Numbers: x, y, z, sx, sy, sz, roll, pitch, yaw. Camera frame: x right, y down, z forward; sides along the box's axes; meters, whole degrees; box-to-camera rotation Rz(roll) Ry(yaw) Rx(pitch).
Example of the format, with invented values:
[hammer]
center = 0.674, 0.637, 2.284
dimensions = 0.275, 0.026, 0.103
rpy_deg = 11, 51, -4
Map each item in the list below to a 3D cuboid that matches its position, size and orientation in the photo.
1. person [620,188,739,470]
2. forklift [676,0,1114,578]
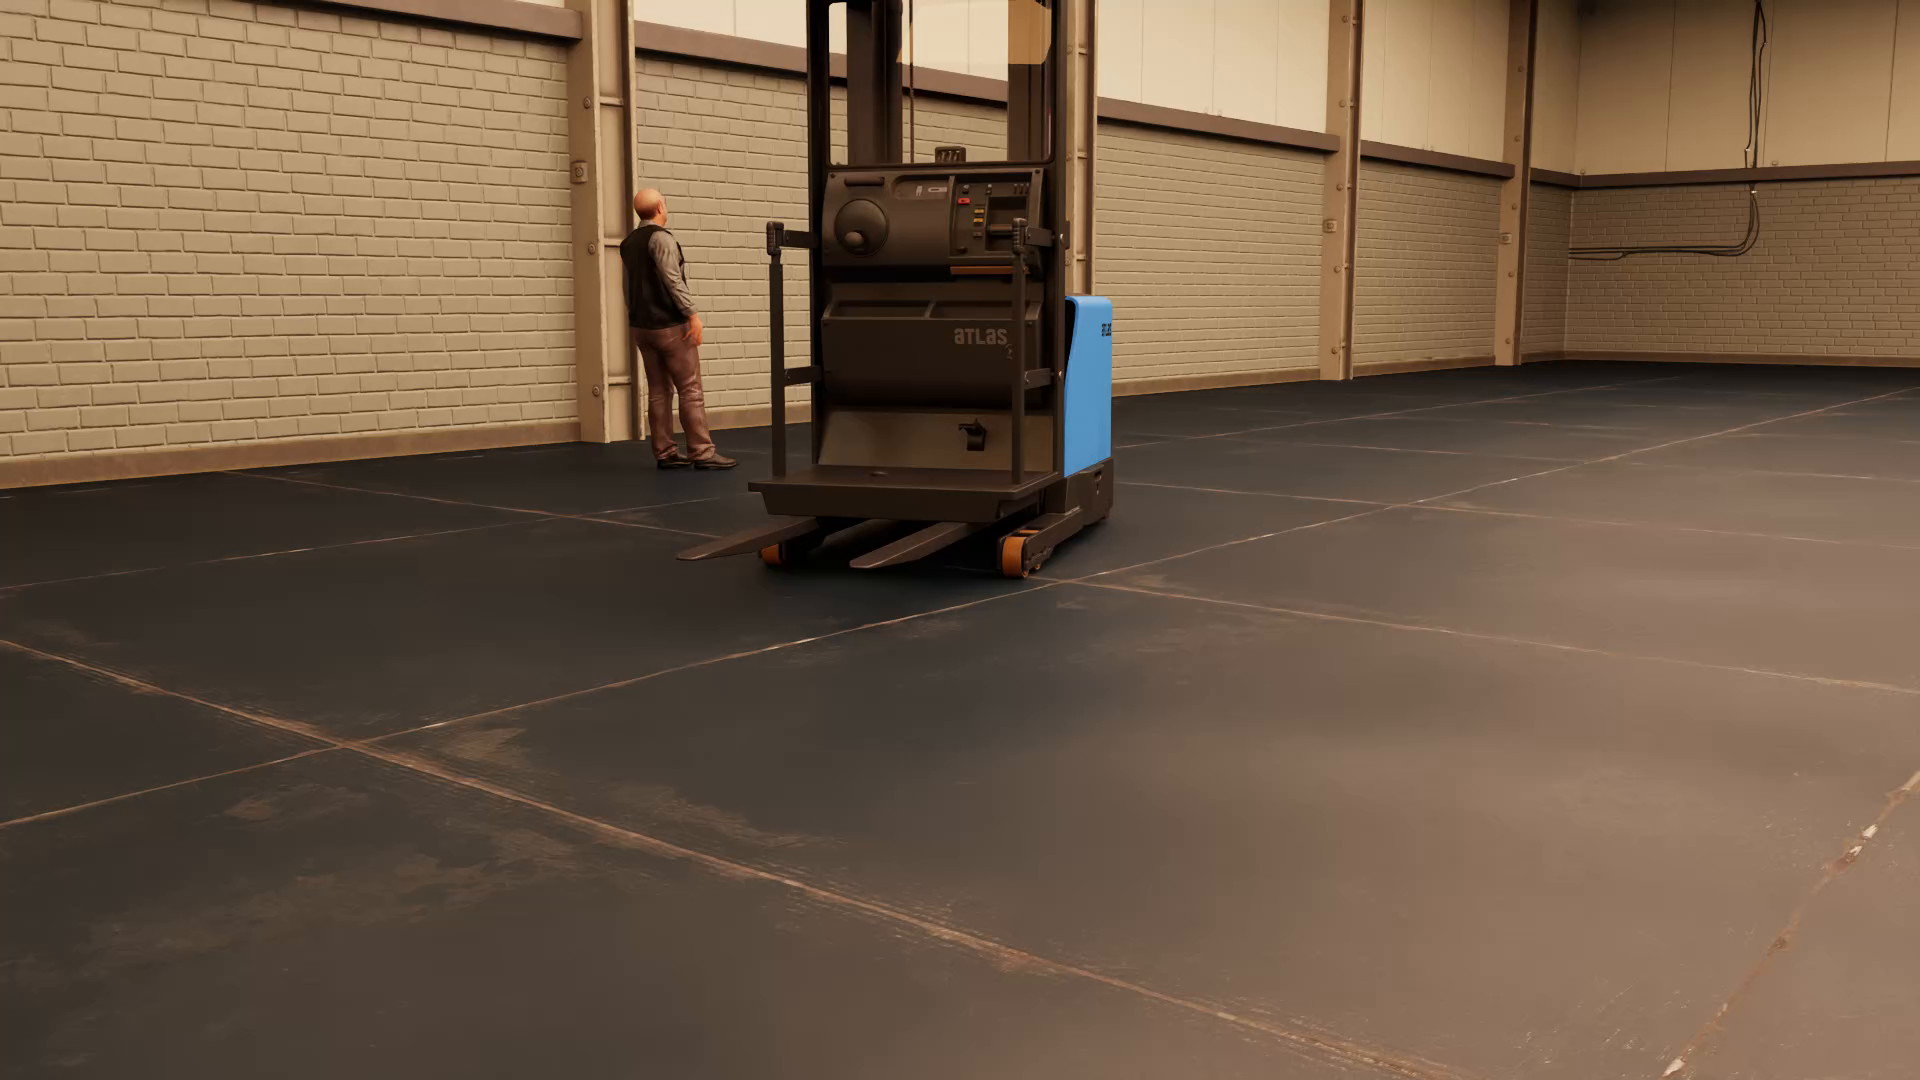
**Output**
[person]
center = -1.787, -1.311, 10.369
dimensions = 0.570, 1.720, 0.630
rpy_deg = -8, 12, -43
[forklift]
center = -0.176, -1.366, 6.616
dimensions = 1.130, 2.935, 3.031
rpy_deg = 3, 9, 17
